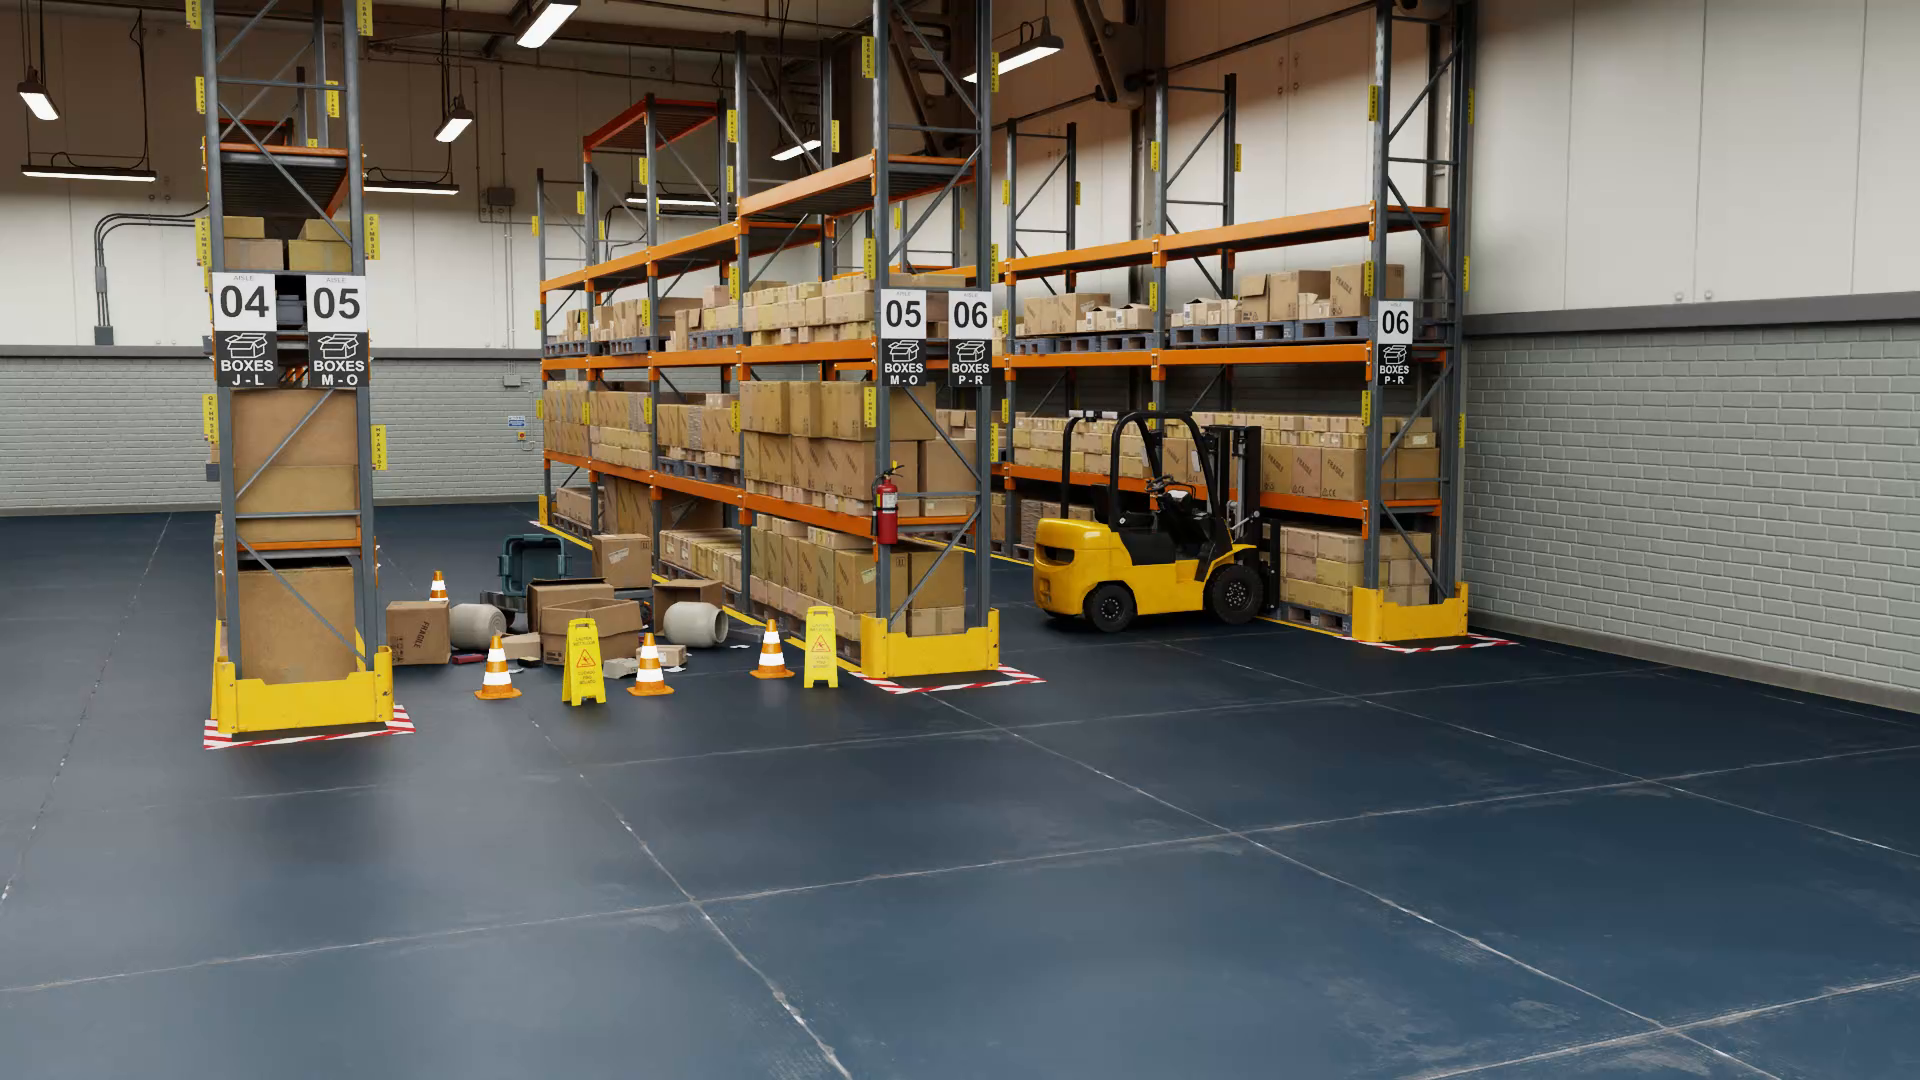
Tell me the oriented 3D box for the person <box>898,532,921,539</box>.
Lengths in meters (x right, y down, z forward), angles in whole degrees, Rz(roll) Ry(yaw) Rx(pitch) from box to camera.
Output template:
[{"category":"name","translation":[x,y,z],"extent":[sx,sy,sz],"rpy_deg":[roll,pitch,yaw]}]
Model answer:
[{"category":"person","translation":[-0.689,-0.172,18.839],"extent":[0.458,1.624,1.013],"rpy_deg":[-2,6,-22]}]
